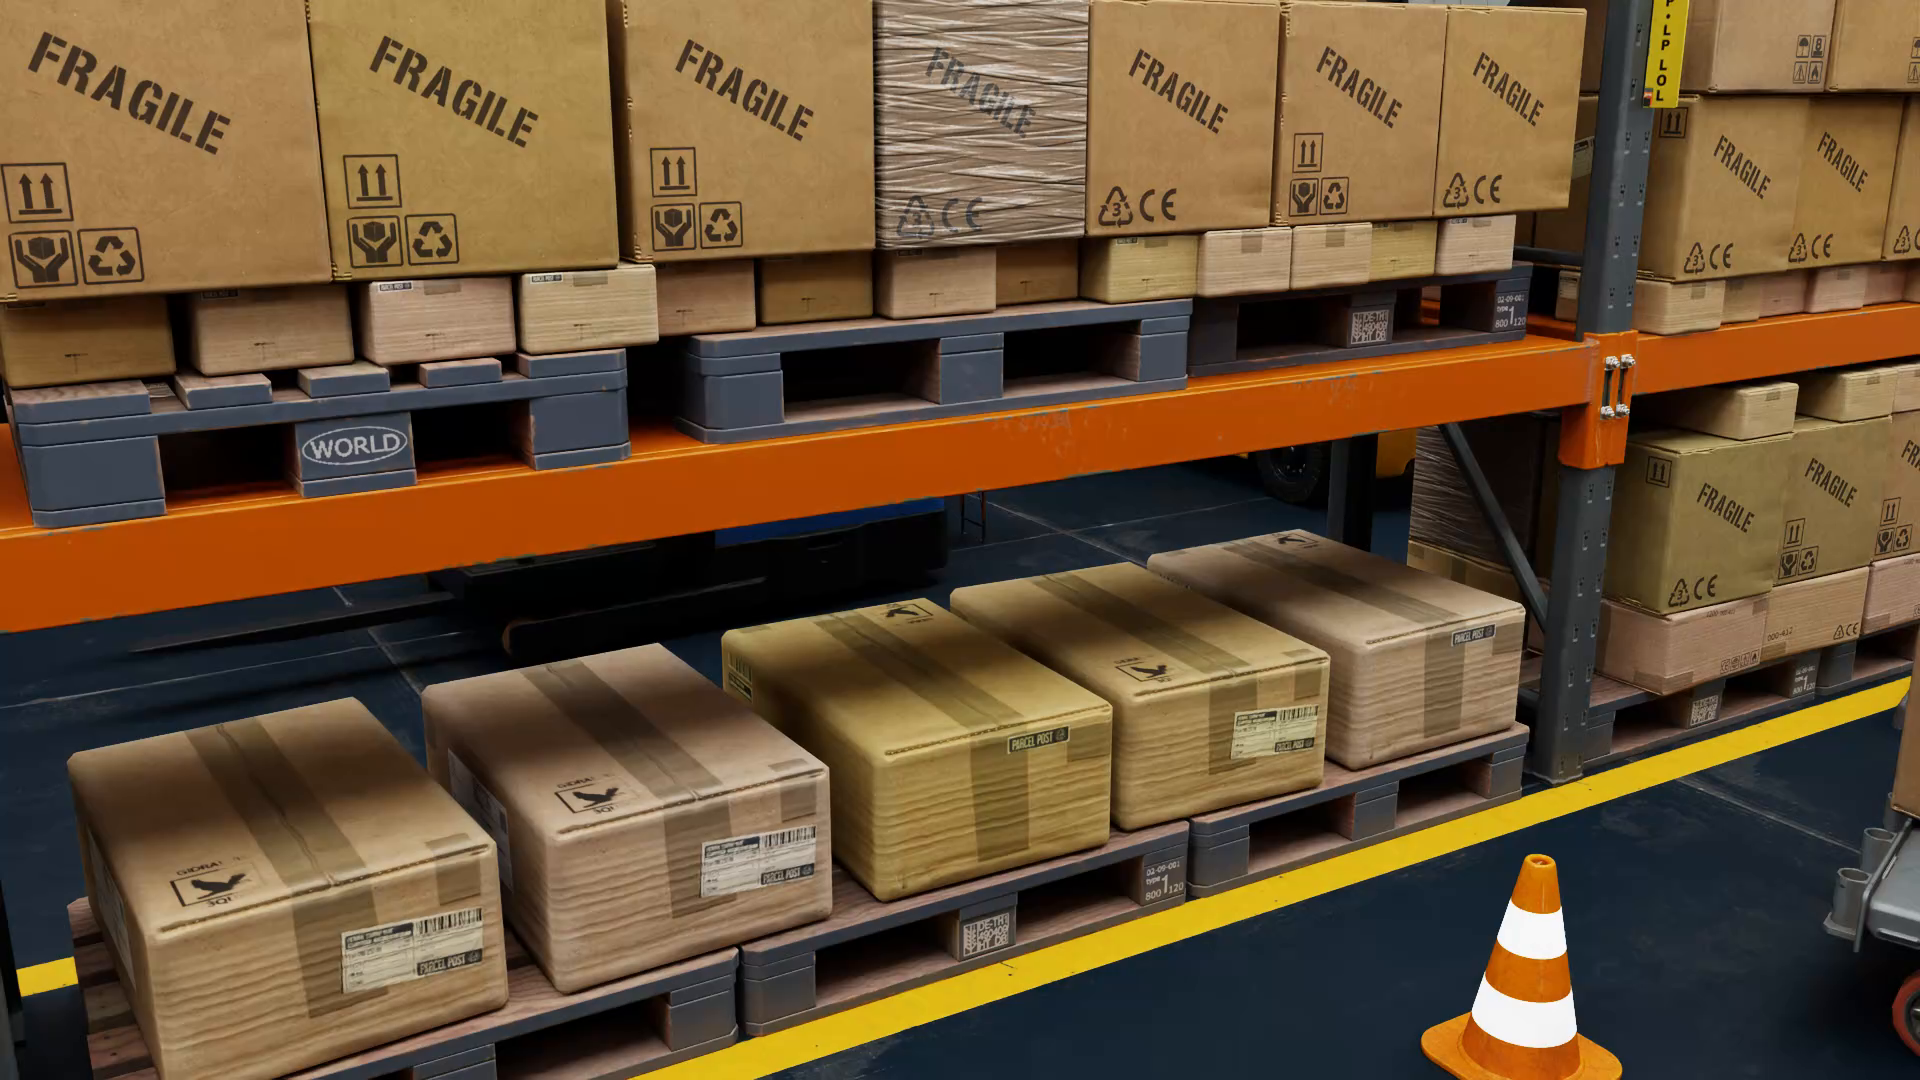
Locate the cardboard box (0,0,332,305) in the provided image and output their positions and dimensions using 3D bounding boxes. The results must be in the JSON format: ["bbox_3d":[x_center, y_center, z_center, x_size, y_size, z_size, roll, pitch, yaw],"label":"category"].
[{"bbox_3d":[-1.402,-0.693,2.811,0.500,0.500,0.500,-10,18,-31],"label":"cardboard box"}]

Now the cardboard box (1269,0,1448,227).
[{"bbox_3d":[0.820,-1.054,4.097,0.500,0.500,0.500,-9,18,-29],"label":"cardboard box"}]

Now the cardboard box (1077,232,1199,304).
[{"bbox_3d":[0.341,-0.654,3.873,0.250,0.149,0.380,-9,18,-30],"label":"cardboard box"}]

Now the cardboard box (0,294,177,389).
[{"bbox_3d":[-1.532,-0.374,2.874,0.250,0.149,0.380,-10,19,-33],"label":"cardboard box"}]

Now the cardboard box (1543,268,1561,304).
[{"bbox_3d":[1.851,-0.877,5.447,0.250,0.149,0.380,-9,18,-28],"label":"cardboard box"}]

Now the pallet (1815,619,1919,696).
[{"bbox_3d":[3.127,0.224,6.220,1.213,0.211,1.003,-9,18,-30],"label":"pallet"}]

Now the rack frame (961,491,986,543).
[{"bbox_3d":[0.059,-0.515,7.302,0.008,1.050,0.200,-9,18,-30],"label":"rack frame"}]

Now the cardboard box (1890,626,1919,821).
[{"bbox_3d":[2.465,0.400,3.653,0.500,0.500,0.500,-9,18,-30],"label":"cardboard box"}]

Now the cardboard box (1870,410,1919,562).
[{"bbox_3d":[3.065,-0.254,5.686,0.500,0.500,0.500,-8,18,-27],"label":"cardboard box"}]

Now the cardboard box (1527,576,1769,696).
[{"bbox_3d":[2.167,0.256,5.257,0.500,0.250,0.500,-10,19,-32],"label":"cardboard box"}]

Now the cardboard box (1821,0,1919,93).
[{"bbox_3d":[2.460,-1.596,4.958,0.500,0.500,0.700,-9,18,-29],"label":"cardboard box"}]

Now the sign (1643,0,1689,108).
[{"bbox_3d":[1.811,-1.276,4.260,0.005,0.325,0.100,-9,18,-30],"label":"sign"}]

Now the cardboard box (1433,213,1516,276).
[{"bbox_3d":[1.223,-0.792,4.367,0.250,0.149,0.380,-9,18,-29],"label":"cardboard box"}]

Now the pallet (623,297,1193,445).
[{"bbox_3d":[-0.231,-0.483,3.930,1.213,0.211,1.003,-9,18,-30],"label":"pallet"}]

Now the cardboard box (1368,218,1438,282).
[{"bbox_3d":[0.988,-0.760,4.250,0.250,0.149,0.380,-10,18,-31],"label":"cardboard box"}]

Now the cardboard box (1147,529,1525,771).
[{"bbox_3d":[1.074,0.290,4.908,0.625,0.372,0.950,-9,18,-29],"label":"cardboard box"}]

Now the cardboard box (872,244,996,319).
[{"bbox_3d":[-0.122,-0.587,3.635,0.250,0.149,0.380,-9,18,-28],"label":"cardboard box"}]

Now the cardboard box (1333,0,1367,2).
[{"bbox_3d":[0.937,-1.569,4.733,0.250,0.149,0.380,-9,18,-30],"label":"cardboard box"}]

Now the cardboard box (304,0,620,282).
[{"bbox_3d":[-0.959,-0.767,3.075,0.500,0.500,0.500,-8,18,-27],"label":"cardboard box"}]

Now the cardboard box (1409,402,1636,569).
[{"bbox_3d":[1.891,-0.230,5.600,0.500,0.500,0.500,-9,18,-30],"label":"cardboard box"}]

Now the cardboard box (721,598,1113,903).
[{"bbox_3d":[-0.136,0.488,4.203,0.625,0.372,0.950,-9,18,-28],"label":"cardboard box"}]

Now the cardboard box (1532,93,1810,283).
[{"bbox_3d":[2.043,-1.035,4.807,0.500,0.500,0.500,-9,18,-30],"label":"cardboard box"}]

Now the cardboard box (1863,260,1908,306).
[{"bbox_3d":[2.802,-0.857,5.375,0.250,0.149,0.380,-9,18,-30],"label":"cardboard box"}]

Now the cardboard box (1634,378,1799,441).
[{"bbox_3d":[2.305,-0.421,5.080,0.250,0.149,0.380,-9,18,-29],"label":"cardboard box"}]

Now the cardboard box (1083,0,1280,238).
[{"bbox_3d":[0.375,-0.983,3.846,0.500,0.500,0.500,-9,18,-28],"label":"cardboard box"}]

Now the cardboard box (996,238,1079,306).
[{"bbox_3d":[0.063,-0.641,3.827,0.250,0.149,0.380,-10,18,-32],"label":"cardboard box"}]

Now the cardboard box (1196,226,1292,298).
[{"bbox_3d":[0.569,-0.679,3.964,0.250,0.149,0.380,-9,18,-29],"label":"cardboard box"}]

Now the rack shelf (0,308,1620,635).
[{"bbox_3d":[-0.192,-0.222,3.978,4.000,0.370,1.077,-9,18,-30],"label":"rack shelf"}]

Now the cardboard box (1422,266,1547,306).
[{"bbox_3d":[1.641,-0.841,5.317,0.250,0.149,0.380,-9,18,-30],"label":"cardboard box"}]

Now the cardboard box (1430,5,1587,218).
[{"bbox_3d":[1.244,-1.123,4.344,0.500,0.500,0.500,-10,18,-31],"label":"cardboard box"}]

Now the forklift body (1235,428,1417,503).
[{"bbox_3d":[1.706,-1.456,8.619,1.214,2.155,2.313,-9,18,-30],"label":"forklift body"}]

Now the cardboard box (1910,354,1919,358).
[{"bbox_3d":[3.651,-0.517,6.622,0.500,0.500,0.500,-10,19,-32],"label":"cardboard box"}]

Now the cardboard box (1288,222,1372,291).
[{"bbox_3d":[0.786,-0.716,4.093,0.250,0.149,0.380,-10,18,-31],"label":"cardboard box"}]

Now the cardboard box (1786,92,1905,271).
[{"bbox_3d":[2.461,-1.110,5.075,0.500,0.500,0.500,-9,18,-30],"label":"cardboard box"}]

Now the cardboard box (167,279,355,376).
[{"bbox_3d":[-1.273,-0.405,2.986,0.250,0.149,0.380,-11,19,-33],"label":"cardboard box"}]

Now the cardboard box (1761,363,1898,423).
[{"bbox_3d":[2.745,-0.493,5.337,0.250,0.149,0.380,-8,18,-28],"label":"cardboard box"}]

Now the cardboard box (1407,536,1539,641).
[{"bbox_3d":[1.891,0.131,5.702,0.500,0.250,0.500,-8,18,-27],"label":"cardboard box"}]

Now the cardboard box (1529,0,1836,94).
[{"bbox_3d":[2.011,-1.530,4.723,0.500,0.500,0.700,-9,18,-30],"label":"cardboard box"}]

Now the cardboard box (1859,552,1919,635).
[{"bbox_3d":[3.072,0.105,5.796,0.500,0.250,0.500,-9,18,-30],"label":"cardboard box"}]

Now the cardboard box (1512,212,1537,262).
[{"bbox_3d":[1.775,-1.157,5.244,0.500,0.500,0.500,-10,18,-31],"label":"cardboard box"}]

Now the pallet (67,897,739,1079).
[{"bbox_3d":[-1.236,0.944,3.651,1.213,0.211,1.003,-9,18,-30],"label":"pallet"}]

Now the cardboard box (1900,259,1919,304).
[{"bbox_3d":[3.059,-0.871,5.424,0.250,0.149,0.380,-9,18,-29],"label":"cardboard box"}]

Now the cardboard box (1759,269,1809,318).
[{"bbox_3d":[2.359,-0.786,5.123,0.250,0.149,0.380,-9,18,-30],"label":"cardboard box"}]

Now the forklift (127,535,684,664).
[{"bbox_3d":[-1.564,-1.137,6.036,3.031,2.935,1.121,-10,19,-32],"label":"forklift"}]

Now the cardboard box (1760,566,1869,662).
[{"bbox_3d":[2.619,0.179,5.531,0.500,0.250,0.500,-8,18,-27],"label":"cardboard box"}]

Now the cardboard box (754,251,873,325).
[{"bbox_3d":[-0.379,-0.566,3.559,0.250,0.149,0.380,-8,18,-28],"label":"cardboard box"}]

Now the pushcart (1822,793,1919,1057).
[{"bbox_3d":[2.739,0.937,3.369,1.648,0.377,0.936,12,20,37],"label":"pushcart"}]

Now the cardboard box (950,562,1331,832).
[{"bbox_3d":[0.459,0.391,4.549,0.625,0.372,0.950,-8,18,-26],"label":"cardboard box"}]

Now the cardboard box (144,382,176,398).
[{"bbox_3d":[-3.924,-0.581,7.546,0.625,0.625,0.875,-9,18,-28],"label":"cardboard box"}]

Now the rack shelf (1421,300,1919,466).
[{"bbox_3d":[3.237,-0.778,5.961,4.000,0.370,1.077,-9,18,-30],"label":"rack shelf"}]

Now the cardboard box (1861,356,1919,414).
[{"bbox_3d":[2.974,-0.531,5.473,0.250,0.149,0.380,-8,18,-27],"label":"cardboard box"}]

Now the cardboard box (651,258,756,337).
[{"bbox_3d":[-0.601,-0.518,3.387,0.250,0.149,0.380,-8,18,-26],"label":"cardboard box"}]

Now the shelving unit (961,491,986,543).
[{"bbox_3d":[-0.046,-0.498,7.242,0.252,1.050,0.215,-9,18,-30],"label":"shelving unit"}]

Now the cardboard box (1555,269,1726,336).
[{"bbox_3d":[1.957,-0.695,4.798,0.250,0.149,0.380,-9,18,-30],"label":"cardboard box"}]

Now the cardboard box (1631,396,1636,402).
[{"bbox_3d":[2.326,-0.301,5.854,0.500,0.500,0.500,-9,18,-29],"label":"cardboard box"}]

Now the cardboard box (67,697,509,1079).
[{"bbox_3d":[-1.417,0.696,3.459,0.625,0.372,0.950,-11,19,-33],"label":"cardboard box"}]

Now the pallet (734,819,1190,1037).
[{"bbox_3d":[-0.191,0.775,4.253,1.213,0.211,1.003,-9,18,-30],"label":"pallet"}]

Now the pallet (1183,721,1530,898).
[{"bbox_3d":[0.856,0.605,4.861,1.213,0.211,1.003,-9,18,-30],"label":"pallet"}]

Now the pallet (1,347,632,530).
[{"bbox_3d":[-1.351,-0.322,3.356,1.003,0.211,1.213,-9,18,-30],"label":"pallet"}]
